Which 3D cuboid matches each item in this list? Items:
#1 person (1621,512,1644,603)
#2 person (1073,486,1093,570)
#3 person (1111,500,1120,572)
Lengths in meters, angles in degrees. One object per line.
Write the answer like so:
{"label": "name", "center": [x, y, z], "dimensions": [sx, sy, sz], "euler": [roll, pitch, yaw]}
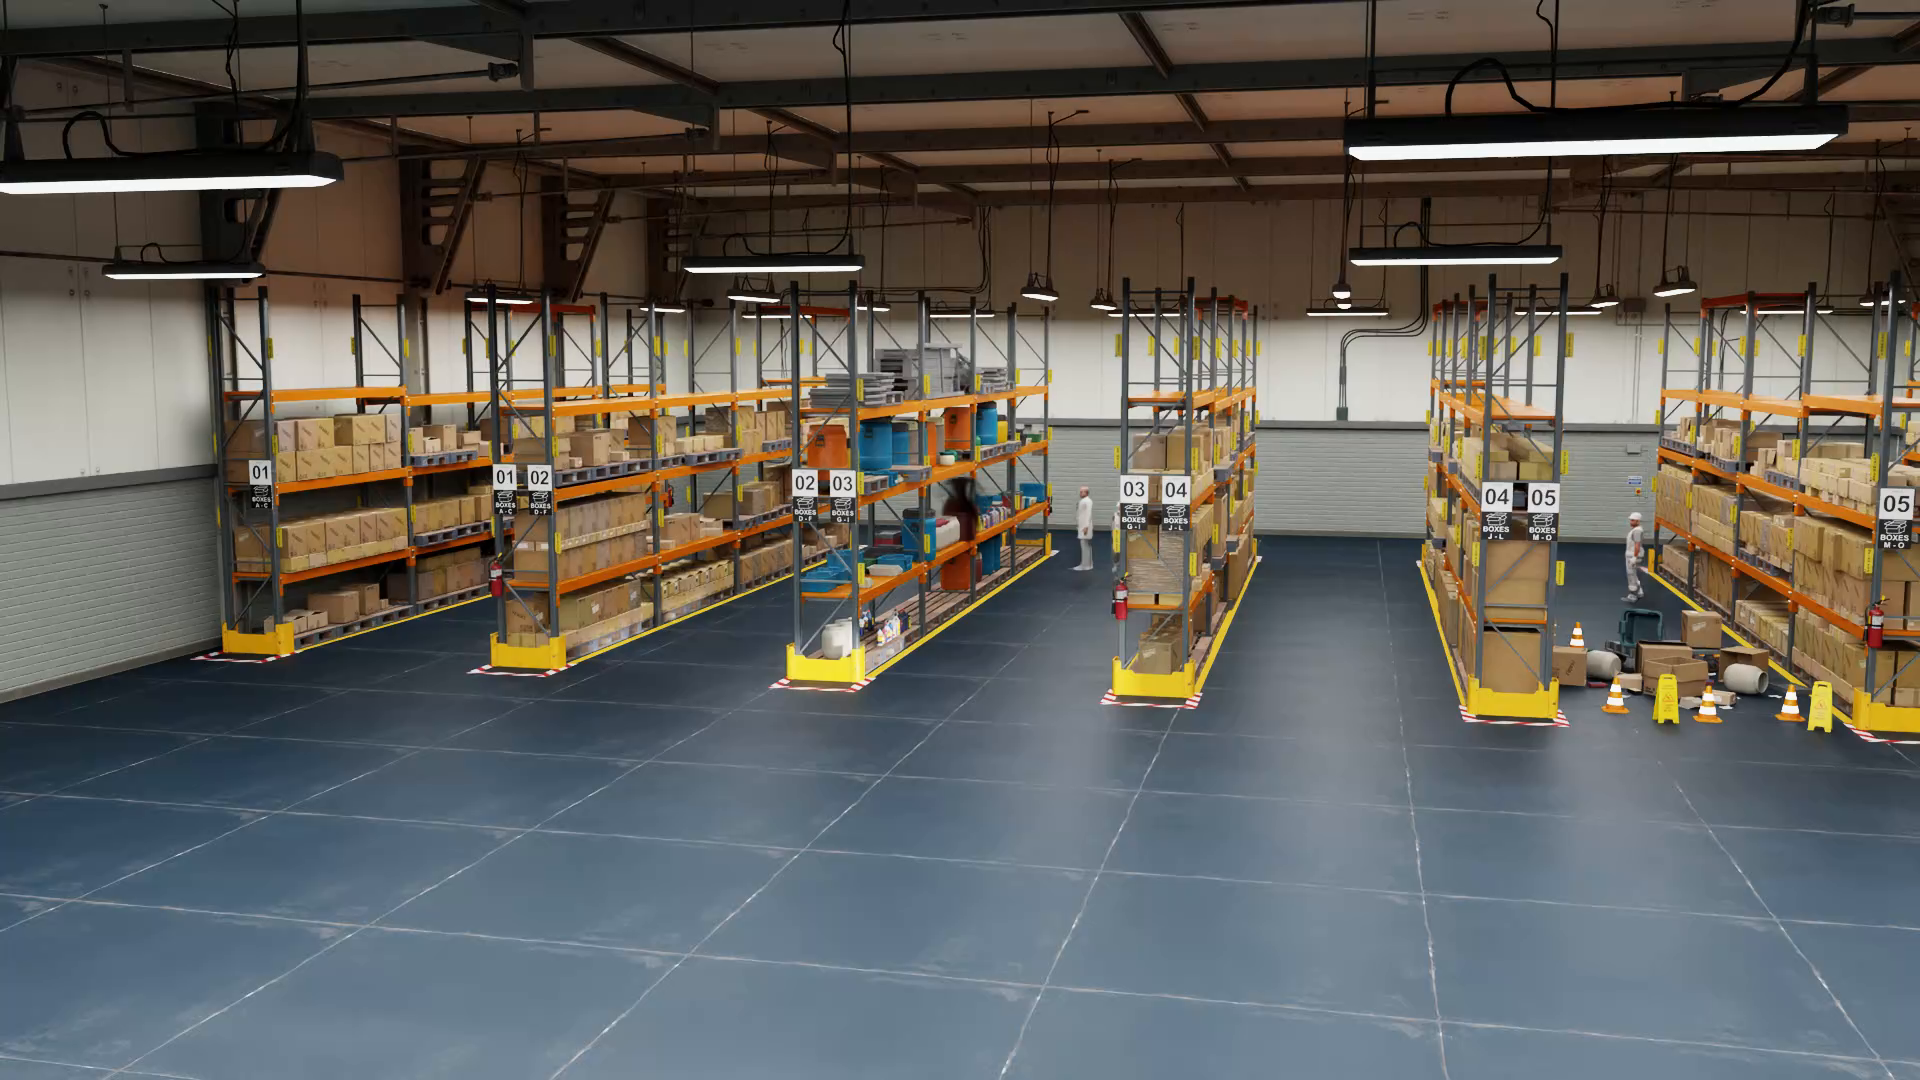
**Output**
{"label": "person", "center": [13.323, 0.347, 32.885], "dimensions": [0.421, 1.797, 0.558], "euler": [6, 9, 44]}
{"label": "person", "center": [2.627, -0.261, 35.582], "dimensions": [0.454, 1.783, 0.673], "euler": [0, 7, -4]}
{"label": "person", "center": [3.533, -0.015, 35.755], "dimensions": [0.643, 1.731, 0.996], "euler": [2, 7, 15]}
